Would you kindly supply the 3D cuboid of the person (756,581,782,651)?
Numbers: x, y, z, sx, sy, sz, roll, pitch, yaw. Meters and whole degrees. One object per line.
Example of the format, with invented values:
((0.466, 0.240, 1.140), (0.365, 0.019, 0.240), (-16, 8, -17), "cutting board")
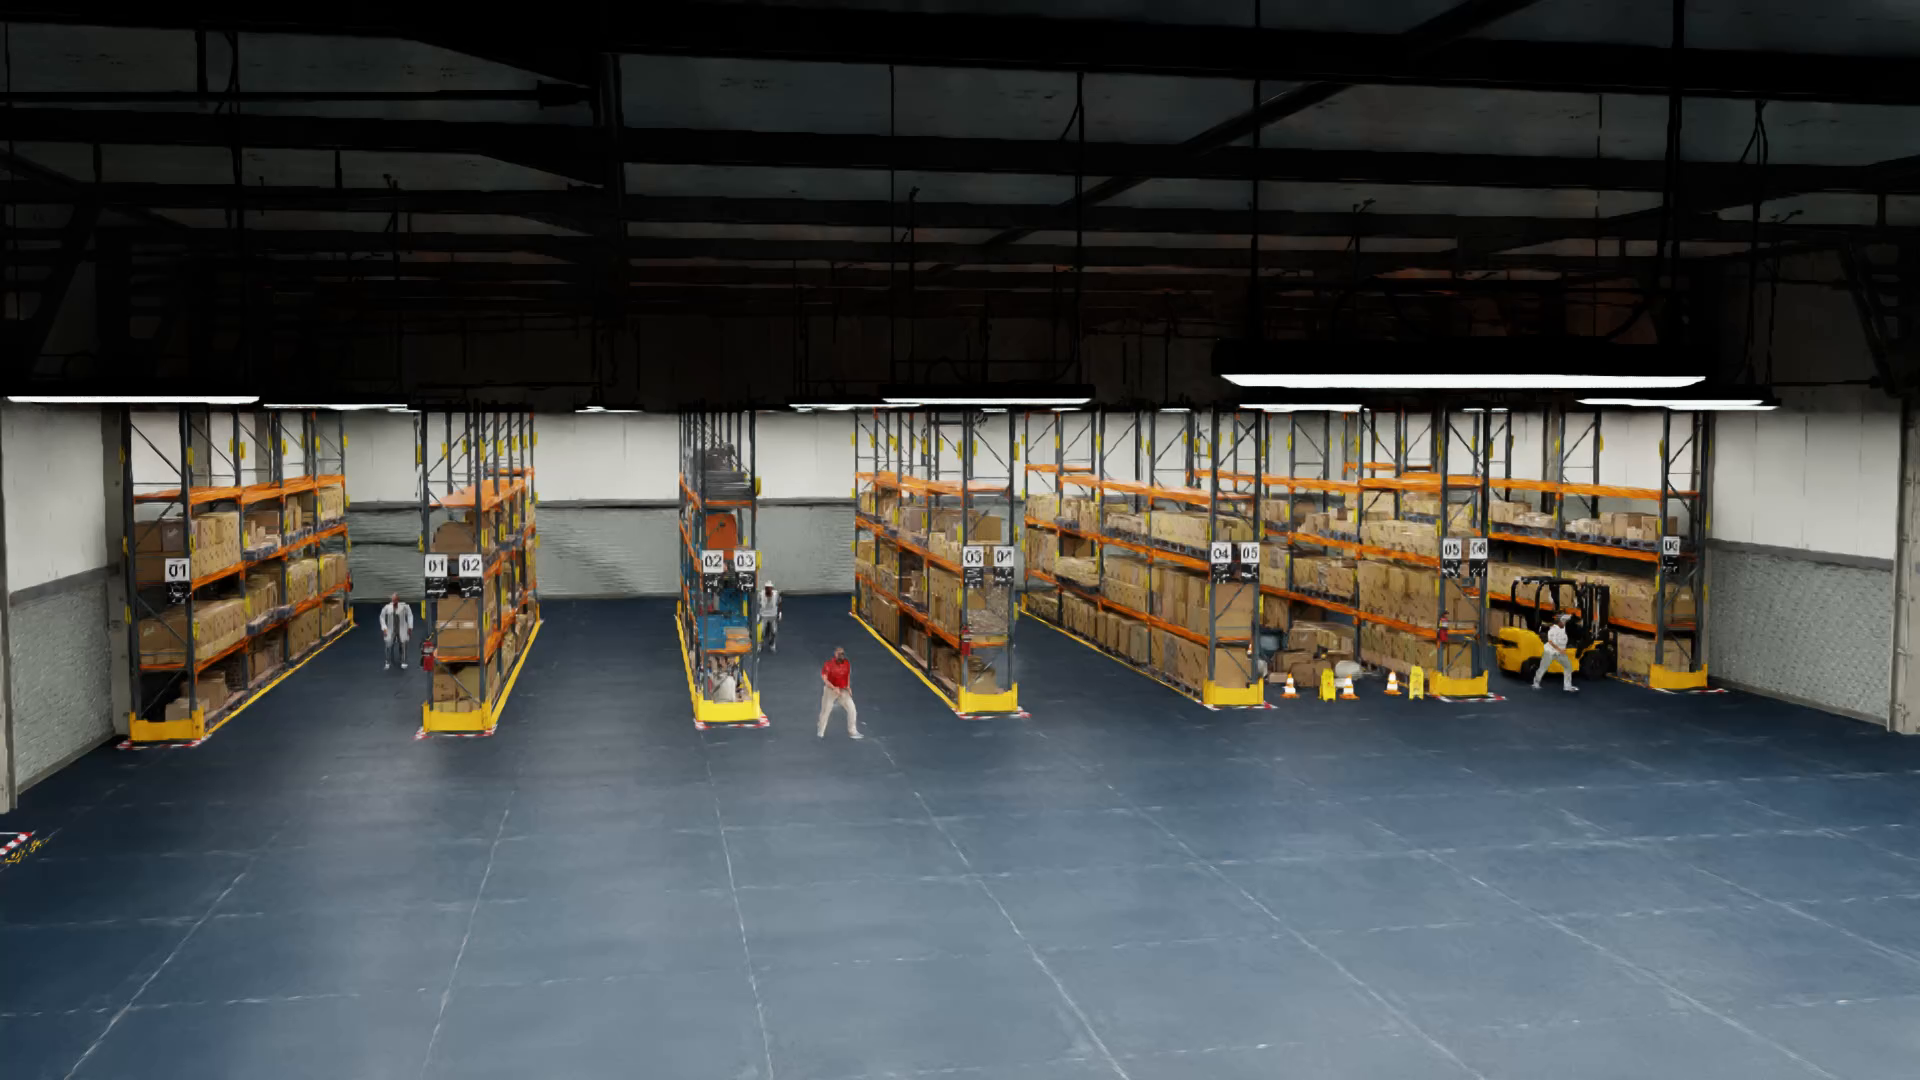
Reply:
((-4.641, 1.832, 40.197), (0.702, 1.735, 0.549), (-1, 4, -13), "person")

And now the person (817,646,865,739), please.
((-2.157, 2.672, 29.330), (0.703, 1.661, 0.833), (-2, 5, -30), "person")

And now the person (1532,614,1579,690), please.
((12.345, 2.315, 34.508), (0.655, 1.594, 0.824), (-2, 5, -28), "person")

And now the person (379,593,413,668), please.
((-12.691, 2.037, 37.455), (0.729, 1.733, 0.546), (-1, 4, -13), "person")
